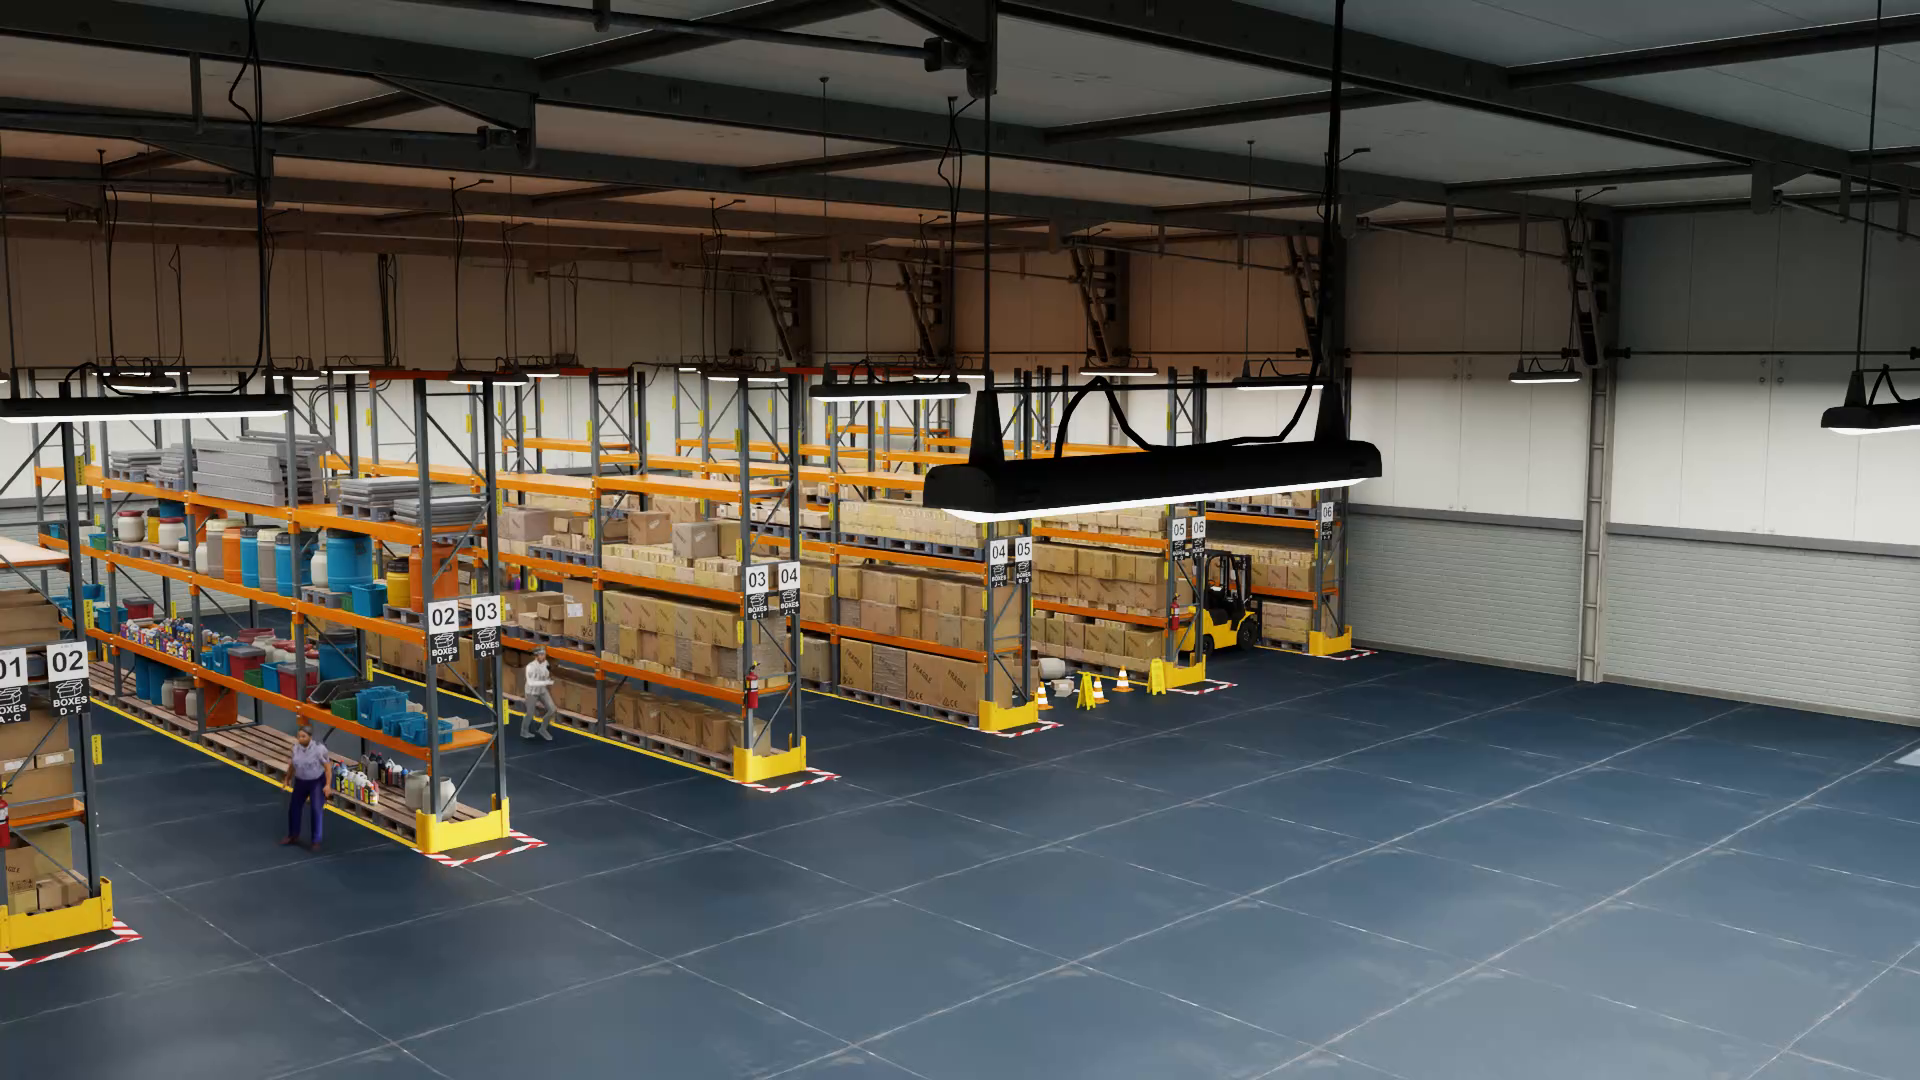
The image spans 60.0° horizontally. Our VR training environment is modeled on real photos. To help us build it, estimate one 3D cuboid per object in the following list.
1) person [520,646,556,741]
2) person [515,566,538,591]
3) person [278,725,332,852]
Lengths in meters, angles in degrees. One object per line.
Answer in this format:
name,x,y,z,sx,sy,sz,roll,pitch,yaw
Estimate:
person,-6.863,2.481,26.971,0.872,1.608,0.525,6,9,41
person,-9.347,1.396,36.037,0.650,1.811,0.834,-5,8,-38
person,-8.369,3.171,21.274,0.805,1.626,0.513,0,6,2
